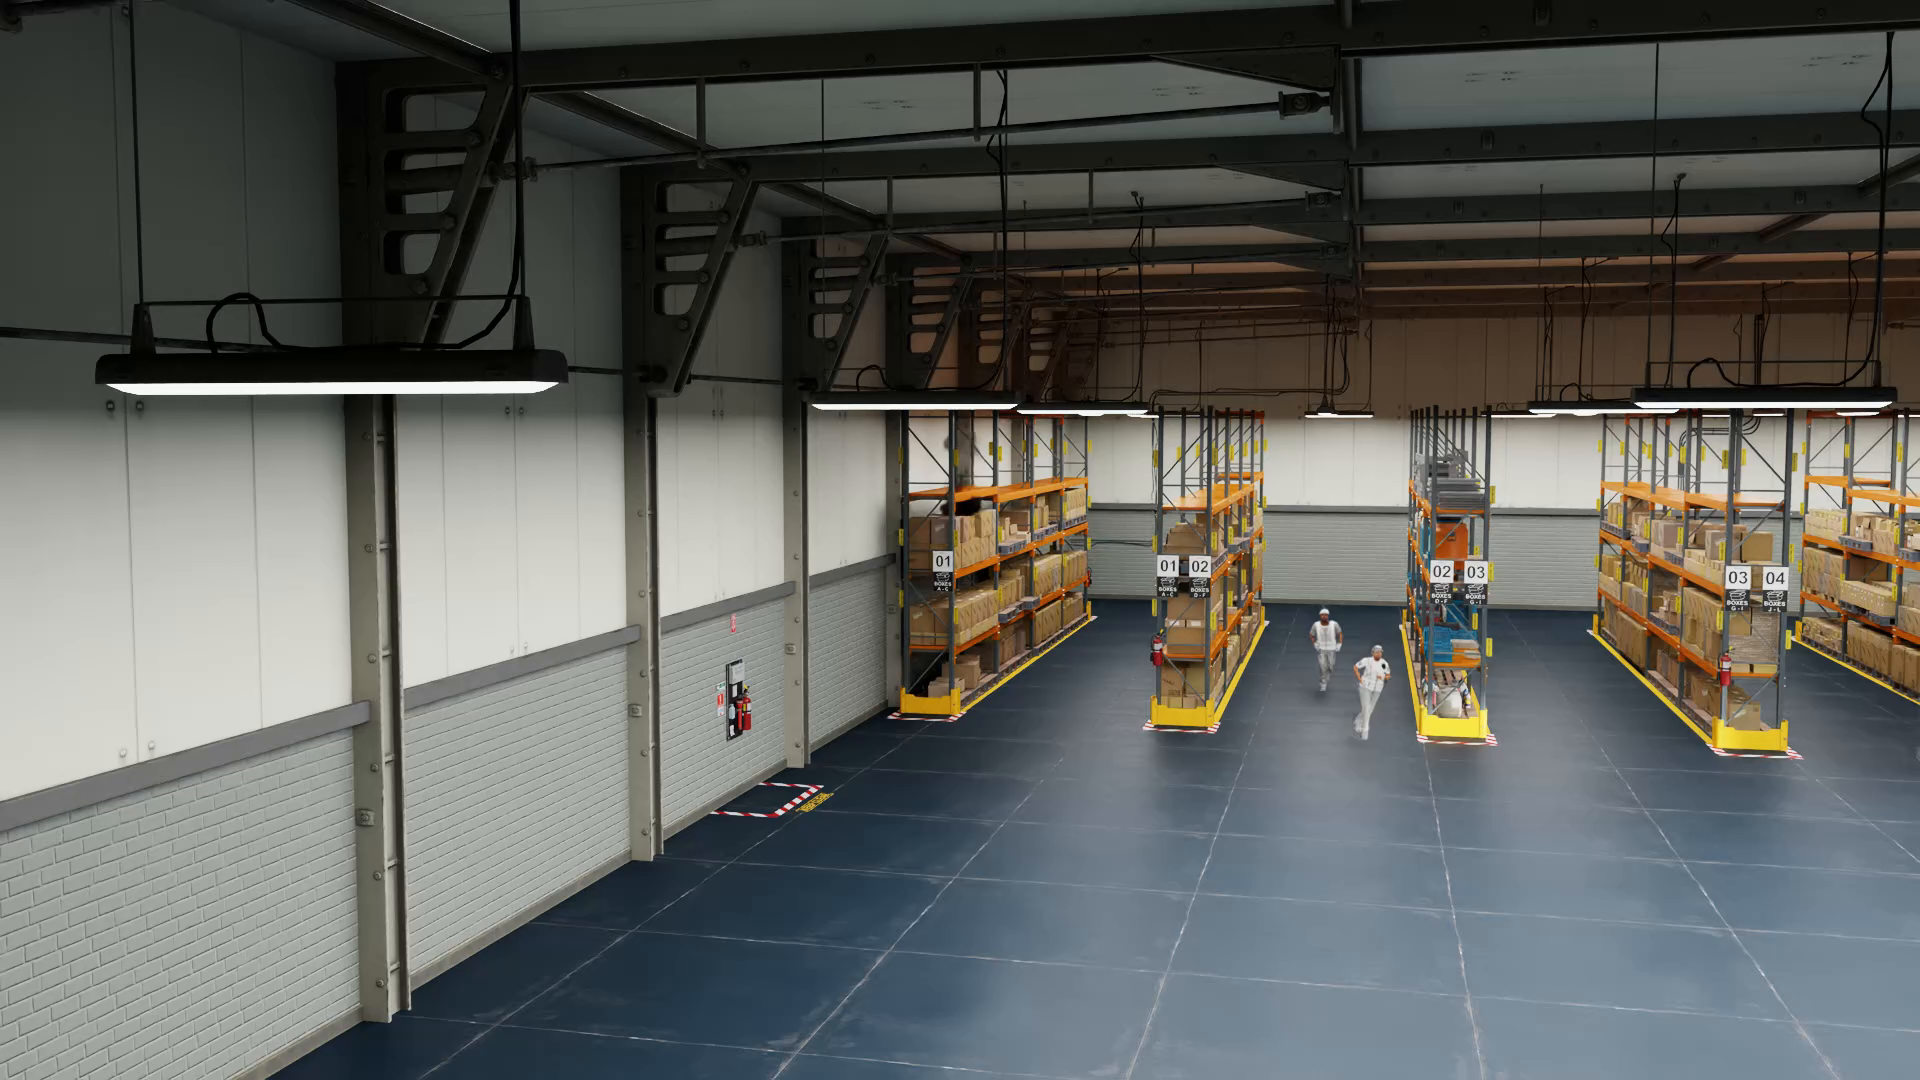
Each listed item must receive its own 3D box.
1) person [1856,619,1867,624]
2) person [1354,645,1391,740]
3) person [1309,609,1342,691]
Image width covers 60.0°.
[{"bbox_3d":[24.540,1.625,45.347,0.852,1.787,0.600,-2,4,-20],"label":"person"},{"bbox_3d":[7.485,2.749,30.252,0.646,1.704,0.813,-1,4,-11],"label":"person"},{"bbox_3d":[7.772,2.324,35.339,0.695,1.747,0.676,1,4,10],"label":"person"}]
